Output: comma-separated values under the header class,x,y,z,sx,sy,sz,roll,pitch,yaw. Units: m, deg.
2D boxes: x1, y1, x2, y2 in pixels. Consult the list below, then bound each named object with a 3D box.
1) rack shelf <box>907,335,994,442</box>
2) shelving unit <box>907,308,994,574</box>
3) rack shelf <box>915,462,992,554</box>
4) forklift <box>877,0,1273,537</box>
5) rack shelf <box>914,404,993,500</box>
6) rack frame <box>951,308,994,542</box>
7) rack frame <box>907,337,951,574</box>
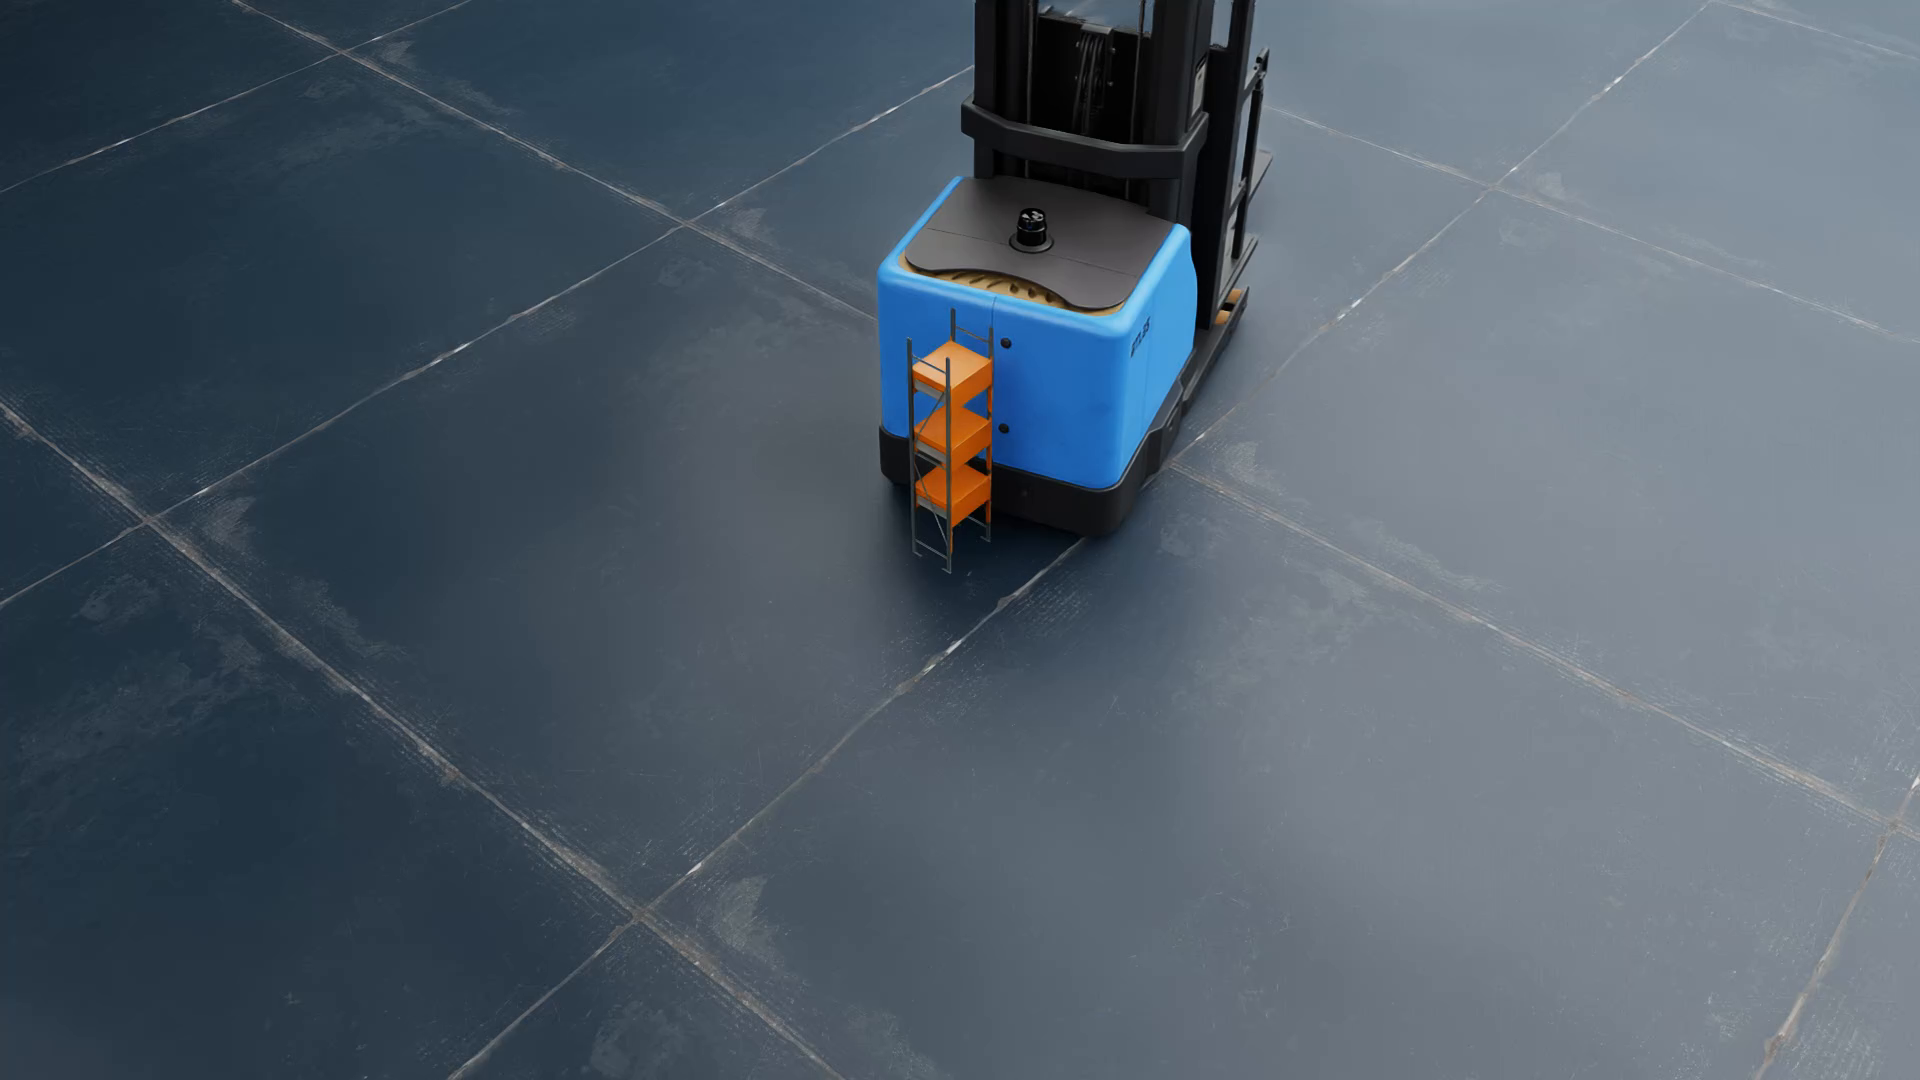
class,x,y,z,sx,sy,sz,roll,pitch,yaw
rack shelf,-0.034,-0.563,6.183,0.215,0.259,0.240,29,50,28
shelving unit,-0.034,-0.361,6.367,0.215,1.050,0.252,29,50,28
rack shelf,-0.034,-0.147,6.561,0.215,0.259,0.240,29,50,28
forklift,0.715,-2.095,6.876,1.130,2.935,3.031,16,45,17
rack shelf,-0.034,-0.353,6.374,0.215,0.259,0.240,29,50,28
rack frame,0.044,-0.424,6.436,0.200,1.050,0.008,29,50,28
rack frame,-0.113,-0.298,6.297,0.200,1.050,0.008,29,50,28
